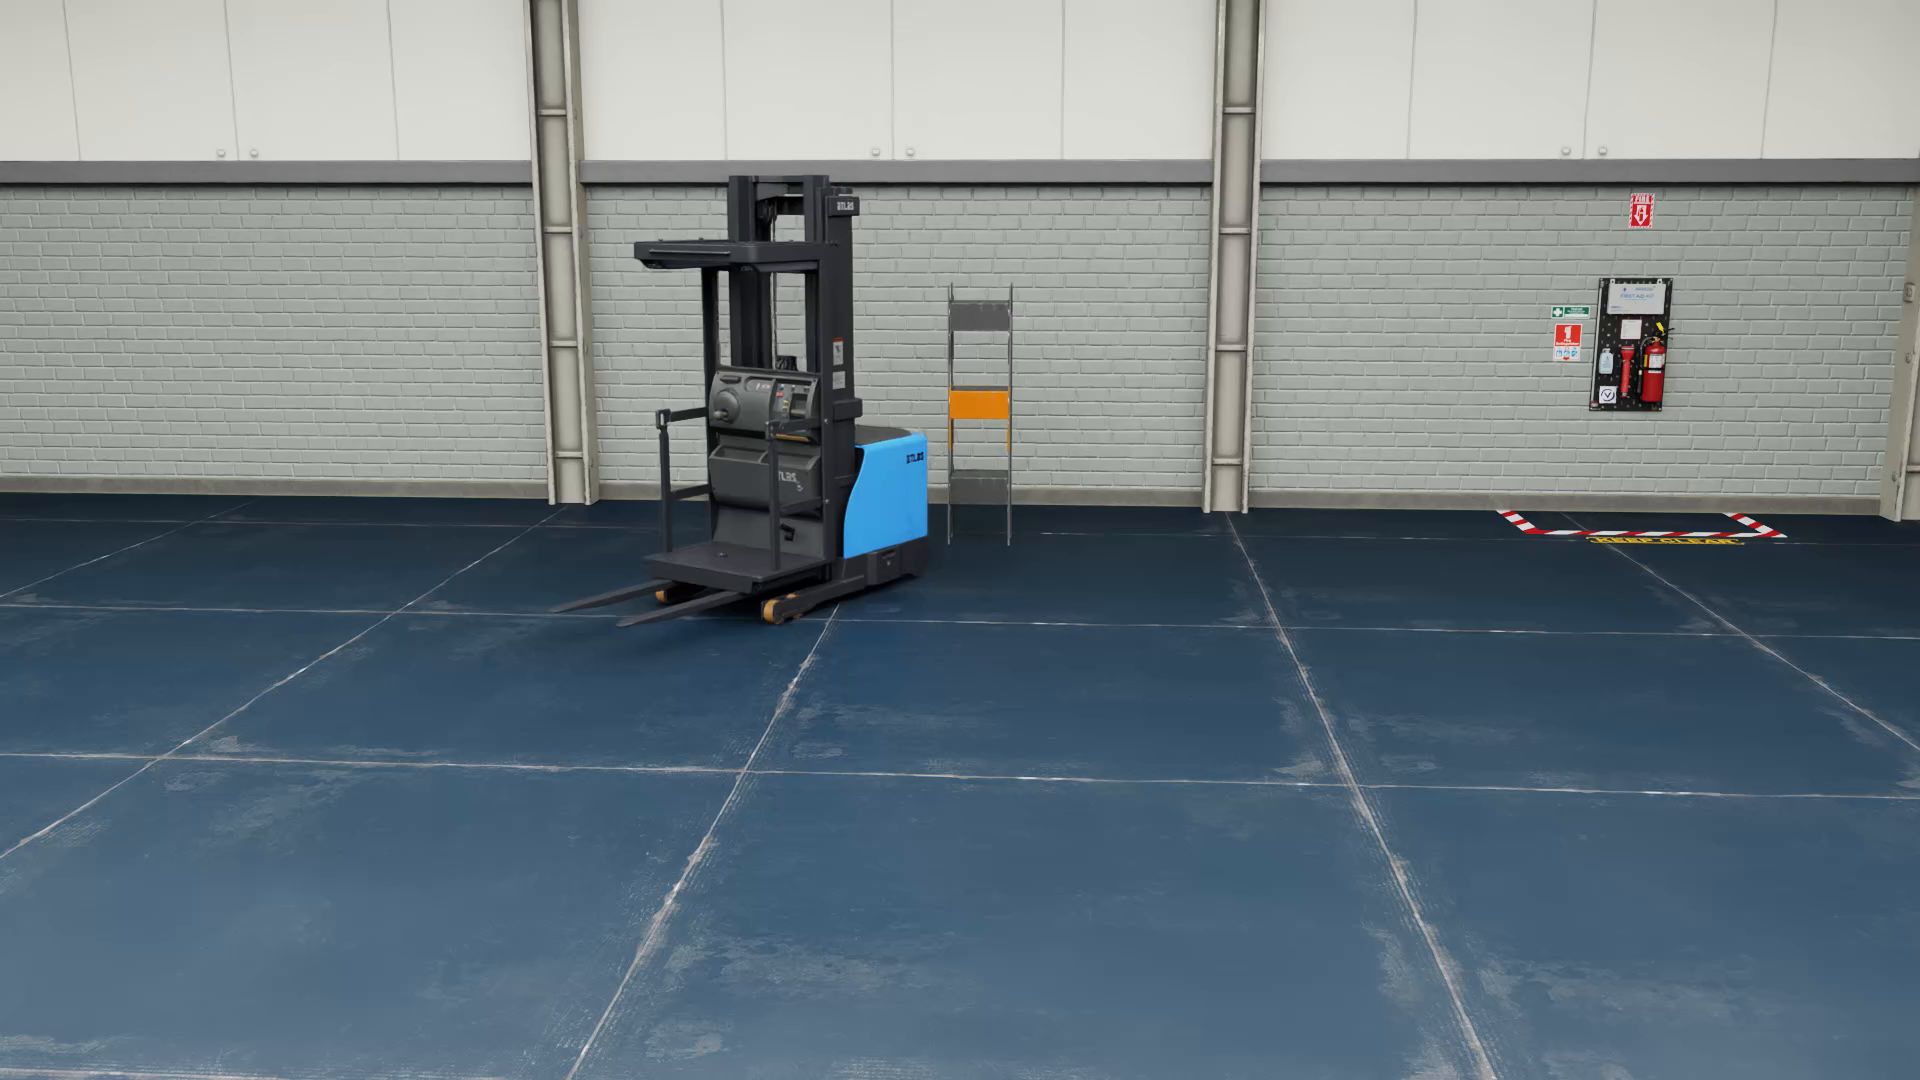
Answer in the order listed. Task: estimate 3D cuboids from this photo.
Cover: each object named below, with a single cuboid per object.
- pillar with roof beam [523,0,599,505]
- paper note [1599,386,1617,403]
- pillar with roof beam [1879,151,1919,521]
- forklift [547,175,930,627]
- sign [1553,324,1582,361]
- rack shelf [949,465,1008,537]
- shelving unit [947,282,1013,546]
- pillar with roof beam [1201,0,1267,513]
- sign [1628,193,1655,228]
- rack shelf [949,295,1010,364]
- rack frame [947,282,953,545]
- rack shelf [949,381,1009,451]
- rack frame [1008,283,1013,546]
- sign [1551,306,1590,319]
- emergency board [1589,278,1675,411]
[{"bbox_3d":[-3.875,-3.883,10.355,0.400,9.000,9.100,1,12,4],"label":"pillar with roof beam"},{"bbox_3d":[5.751,-1.289,14.757,0.142,0.148,0.016,1,12,4],"label":"paper note"},{"bbox_3d":[8.098,-3.719,9.570,0.400,9.000,9.100,1,12,4],"label":"pillar with roof beam"},{"bbox_3d":[-1.480,-0.983,11.310,1.130,2.935,3.031,8,14,34],"label":"forklift"},{"bbox_3d":[5.378,-1.750,14.721,0.234,0.329,0.001,1,12,4],"label":"sign"},{"bbox_3d":[0.165,-0.327,13.688,0.480,0.518,0.431,1,12,4],"label":"rack shelf"},{"bbox_3d":[0.165,-1.025,13.542,0.503,2.100,0.431,1,12,4],"label":"shelving unit"},{"bbox_3d":[2.111,-3.801,9.962,0.400,9.000,9.100,1,12,4],"label":"pillar with roof beam"},{"bbox_3d":[5.921,-2.859,14.448,0.199,0.298,0.001,1,12,4],"label":"sign"},{"bbox_3d":[0.165,-1.697,13.402,0.480,0.518,0.431,1,12,4],"label":"rack shelf"},{"bbox_3d":[-0.078,-1.029,13.558,0.015,2.100,0.400,1,12,4],"label":"rack frame"},{"bbox_3d":[0.165,-1.012,13.545,0.480,0.518,0.431,1,12,4],"label":"rack shelf"},{"bbox_3d":[0.409,-1.022,13.526,0.015,2.100,0.400,1,12,4],"label":"rack frame"},{"bbox_3d":[5.382,-2.007,14.657,0.331,0.109,0.001,1,12,4],"label":"sign"},{"bbox_3d":[5.923,-1.704,14.587,0.643,1.169,0.194,1,12,4],"label":"emergency board"}]
